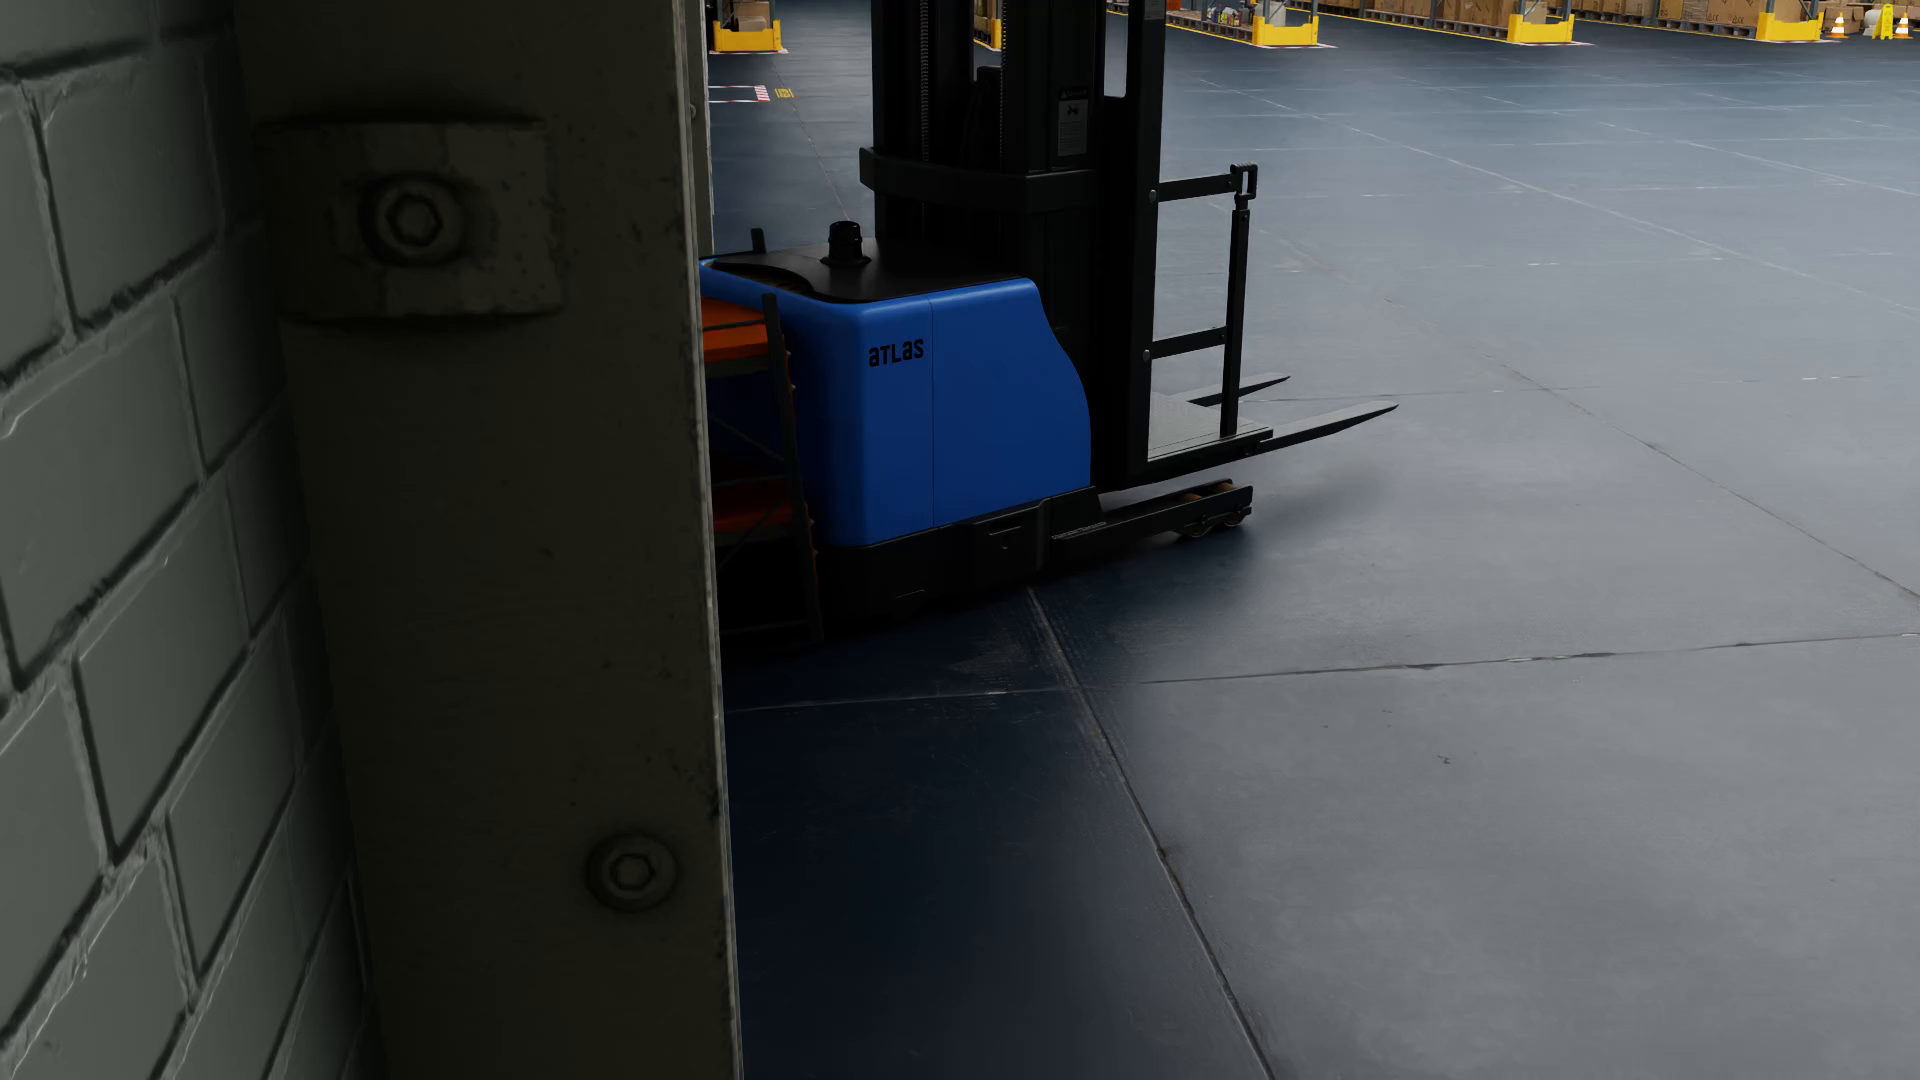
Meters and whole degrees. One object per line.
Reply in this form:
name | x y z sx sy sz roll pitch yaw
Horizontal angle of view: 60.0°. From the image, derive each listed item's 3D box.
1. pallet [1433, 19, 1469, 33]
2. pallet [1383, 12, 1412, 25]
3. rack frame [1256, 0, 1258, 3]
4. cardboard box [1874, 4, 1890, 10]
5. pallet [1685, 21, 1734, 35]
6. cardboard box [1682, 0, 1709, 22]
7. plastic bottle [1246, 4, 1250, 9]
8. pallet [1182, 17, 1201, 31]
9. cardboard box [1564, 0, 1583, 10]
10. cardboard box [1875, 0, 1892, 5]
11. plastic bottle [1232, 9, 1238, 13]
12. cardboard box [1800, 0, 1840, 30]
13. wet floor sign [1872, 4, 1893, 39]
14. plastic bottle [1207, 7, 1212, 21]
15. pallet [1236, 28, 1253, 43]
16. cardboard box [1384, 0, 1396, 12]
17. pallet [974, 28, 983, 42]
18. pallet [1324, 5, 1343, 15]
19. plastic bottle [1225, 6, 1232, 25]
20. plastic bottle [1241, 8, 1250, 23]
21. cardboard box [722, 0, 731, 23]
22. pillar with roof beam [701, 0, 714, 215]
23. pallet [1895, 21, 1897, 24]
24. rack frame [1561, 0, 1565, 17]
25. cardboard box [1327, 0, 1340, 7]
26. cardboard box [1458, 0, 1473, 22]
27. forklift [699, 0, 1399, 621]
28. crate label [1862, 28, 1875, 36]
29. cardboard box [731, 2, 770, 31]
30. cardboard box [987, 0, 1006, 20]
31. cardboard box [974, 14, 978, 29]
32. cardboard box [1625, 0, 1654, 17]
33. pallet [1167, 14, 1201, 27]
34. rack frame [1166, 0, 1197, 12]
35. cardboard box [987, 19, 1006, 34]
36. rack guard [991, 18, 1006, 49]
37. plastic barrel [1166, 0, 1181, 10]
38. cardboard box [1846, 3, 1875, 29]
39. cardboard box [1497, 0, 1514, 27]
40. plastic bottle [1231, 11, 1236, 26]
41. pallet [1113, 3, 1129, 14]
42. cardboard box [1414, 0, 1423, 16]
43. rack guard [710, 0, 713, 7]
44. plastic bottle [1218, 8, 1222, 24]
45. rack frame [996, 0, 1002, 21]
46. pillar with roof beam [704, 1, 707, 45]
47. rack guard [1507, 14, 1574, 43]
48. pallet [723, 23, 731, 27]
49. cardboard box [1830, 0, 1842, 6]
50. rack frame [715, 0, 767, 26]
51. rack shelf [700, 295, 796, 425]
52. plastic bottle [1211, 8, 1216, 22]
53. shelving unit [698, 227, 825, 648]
pallet | 10.510 -10.647 34.420 1.003 0.211 1.213 -3 21 -8
pallet | 10.086 -11.570 36.893 1.003 0.211 1.213 -3 21 -8
rack frame | 8.649 -16.338 45.674 1.000 3.000 0.127 -3 21 -8
cardboard box | 20.003 -11.374 35.712 0.500 0.250 0.500 -4 21 -10
pallet | 15.513 -10.402 33.765 1.003 0.211 1.213 -3 21 -8
cardboard box | 15.456 -11.067 33.997 0.875 0.875 0.875 -3 21 -7
plastic bottle | 5.855 -10.691 33.709 0.144 0.351 0.185 -3 21 -9
pallet | 5.326 -10.897 35.092 1.003 0.211 1.213 -3 21 -8
cardboard box | 14.724 -12.711 38.577 1.050 0.750 0.750 -3 21 -8
cardboard box | 20.003 -11.725 35.581 0.500 0.500 0.500 -2 21 -5
plastic bottle | 5.415 -10.367 32.950 0.152 0.276 0.135 -3 21 -8
cardboard box | 17.860 -10.996 34.745 0.797 0.637 0.503 -3 21 -8
wet floor sign | 17.841 -10.001 32.070 0.267 0.644 0.232 -7 21 -17
plastic bottle | 5.090 -10.729 33.927 0.097 0.271 0.097 0 20 0
pallet | 5.885 -9.548 31.479 1.003 0.211 1.213 -3 21 -8
cardboard box | 10.011 -12.181 37.487 0.700 0.500 0.500 -5 21 -12
pallet | 0.828 -9.678 31.827 1.003 0.211 1.213 -3 21 -8
pallet | 9.590 -12.961 40.615 1.003 0.211 1.213 -3 21 -8
plastic bottle | 5.298 -10.322 32.722 0.144 0.351 0.185 -2 21 -6
plastic bottle | 5.740 -10.573 33.501 0.152 0.276 0.135 -3 21 -8
cardboard box | -4.449 -10.723 33.584 0.700 0.500 0.500 -2 21 -6
pillar with roof beam | 2.148 -7.043 12.213 9.100 9.000 0.400 -3 21 -8
pallet | 20.071 -11.647 37.097 1.003 0.211 1.213 -3 21 -8
rack frame | 14.725 -13.784 38.834 1.000 3.000 0.127 -3 21 -8
cardboard box | 9.602 -13.319 40.026 1.225 0.875 0.875 -3 21 -8
cardboard box | 10.487 -10.871 34.007 0.500 0.500 0.500 4 21 9
forklift | 0.494 -1.510 6.070 3.031 2.935 1.130 -16 25 -36
crate label | 18.199 -10.137 33.161 0.250 0.136 0.298 -15 25 -35
cardboard box | -3.899 -9.782 31.064 0.700 0.500 0.500 -4 21 -11
cardboard box | 0.780 -9.731 30.241 0.500 0.500 0.500 -3 21 -8
cardboard box | 0.554 -9.899 31.761 0.500 0.250 0.500 -3 21 -8
cardboard box | 15.123 -11.752 36.009 1.050 0.750 0.750 -3 21 -8
pallet | 5.147 -11.321 36.225 1.003 0.211 1.213 -3 21 -8
rack frame | 4.901 -13.319 37.589 1.000 3.000 0.127 -3 21 -8
cardboard box | 0.782 -9.380 30.372 0.500 0.250 0.500 -3 21 -8
rack guard | 1.155 -9.121 29.923 1.175 0.500 0.348 -3 21 -8
plastic barrel | 4.813 -12.667 38.346 0.600 0.830 0.708 -3 21 -8
cardboard box | 18.993 -11.074 35.148 0.500 0.500 0.500 12 24 29
cardboard box | 10.762 -10.247 32.336 0.500 0.500 0.500 2 21 6
plastic bottle | 5.321 -10.136 32.320 0.061 0.283 0.133 -2 21 -6
pallet | 4.394 -13.128 41.064 1.003 0.211 1.213 -3 21 -8
cardboard box | 10.261 -11.598 35.927 0.700 0.500 0.500 -3 21 -8
rack guard | -6.059 -14.426 44.127 1.175 0.500 0.348 -3 21 -8
plastic bottle | 5.193 -10.442 33.141 0.061 0.283 0.133 -2 21 -5
rack frame | 1.152 -10.300 29.507 1.000 3.000 0.127 -3 21 -8
pillar with roof beam | -0.446 -13.275 28.899 9.100 9.000 0.400 -3 21 -8
rack guard | 10.944 -9.654 31.350 1.175 0.500 0.348 -3 21 -8
pallet | -4.440 -10.397 33.752 1.003 0.211 1.213 -3 21 -8
cardboard box | 20.000 -12.079 37.426 0.950 0.372 0.625 -2 21 -4
rack frame | -4.326 -11.434 32.543 1.000 3.000 0.127 -3 21 -8
rack shelf | -0.831 -0.617 5.384 0.538 0.278 1.000 -8 22 -6
plastic bottle | 5.163 -10.621 33.630 0.152 0.276 0.135 -2 21 -6
shelving unit | -0.804 -0.347 5.494 0.538 1.125 1.048 -8 22 -6
